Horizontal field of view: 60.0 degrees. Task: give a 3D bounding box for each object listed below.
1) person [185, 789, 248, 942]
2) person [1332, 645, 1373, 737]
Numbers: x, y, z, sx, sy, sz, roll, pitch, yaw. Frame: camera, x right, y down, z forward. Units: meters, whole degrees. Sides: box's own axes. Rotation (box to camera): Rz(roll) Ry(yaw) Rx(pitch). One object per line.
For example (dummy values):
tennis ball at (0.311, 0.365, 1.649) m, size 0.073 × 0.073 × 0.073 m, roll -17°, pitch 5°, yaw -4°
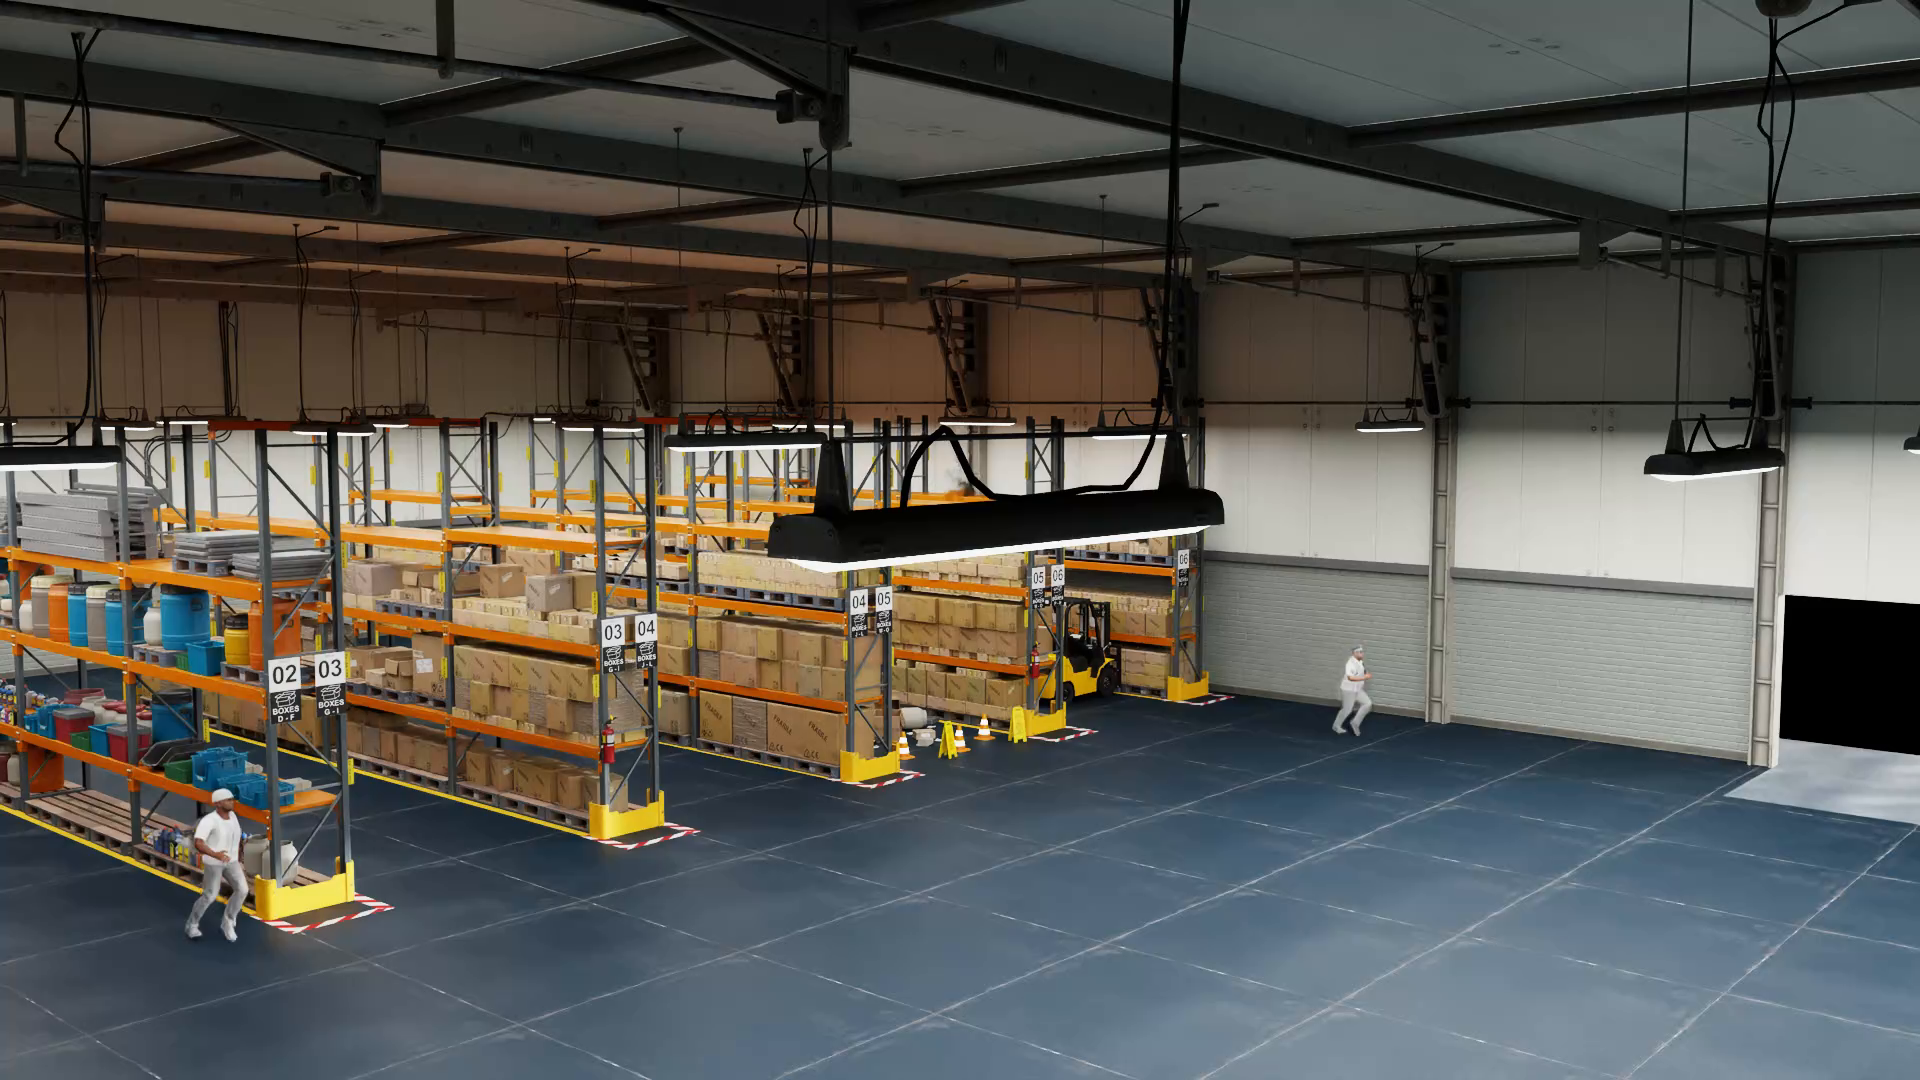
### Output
person at (-8.750, 3.835, 19.703) m, size 0.683 × 1.777 × 0.763 m, roll 2°, pitch 5°, yaw 21°
person at (7.443, 2.841, 31.463) m, size 0.834 × 1.780 × 0.693 m, roll 4°, pitch 6°, yaw 37°
